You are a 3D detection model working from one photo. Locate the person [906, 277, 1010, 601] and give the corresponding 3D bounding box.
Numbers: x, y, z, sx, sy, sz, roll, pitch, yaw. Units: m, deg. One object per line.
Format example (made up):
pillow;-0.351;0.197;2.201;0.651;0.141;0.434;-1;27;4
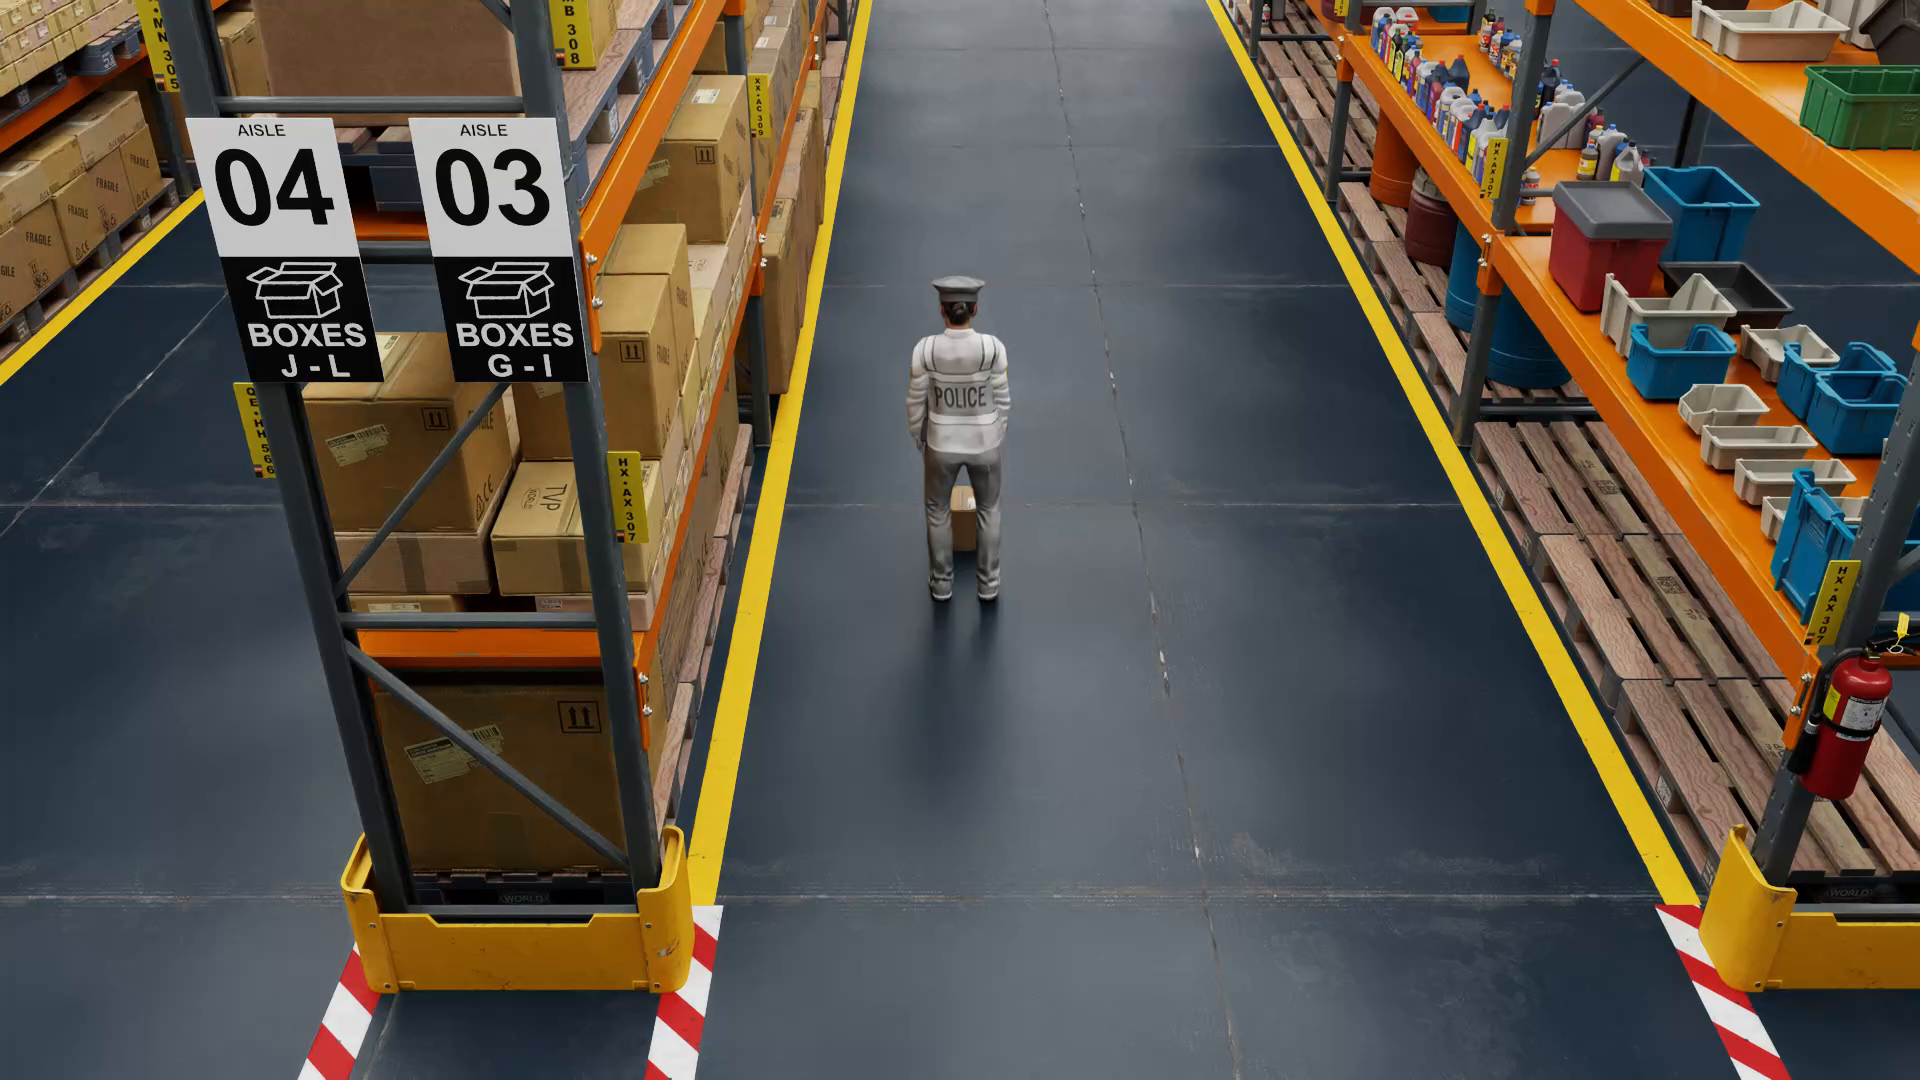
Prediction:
person;-0.008;-0.457;7.902;0.488;1.648;0.396;1;32;1
